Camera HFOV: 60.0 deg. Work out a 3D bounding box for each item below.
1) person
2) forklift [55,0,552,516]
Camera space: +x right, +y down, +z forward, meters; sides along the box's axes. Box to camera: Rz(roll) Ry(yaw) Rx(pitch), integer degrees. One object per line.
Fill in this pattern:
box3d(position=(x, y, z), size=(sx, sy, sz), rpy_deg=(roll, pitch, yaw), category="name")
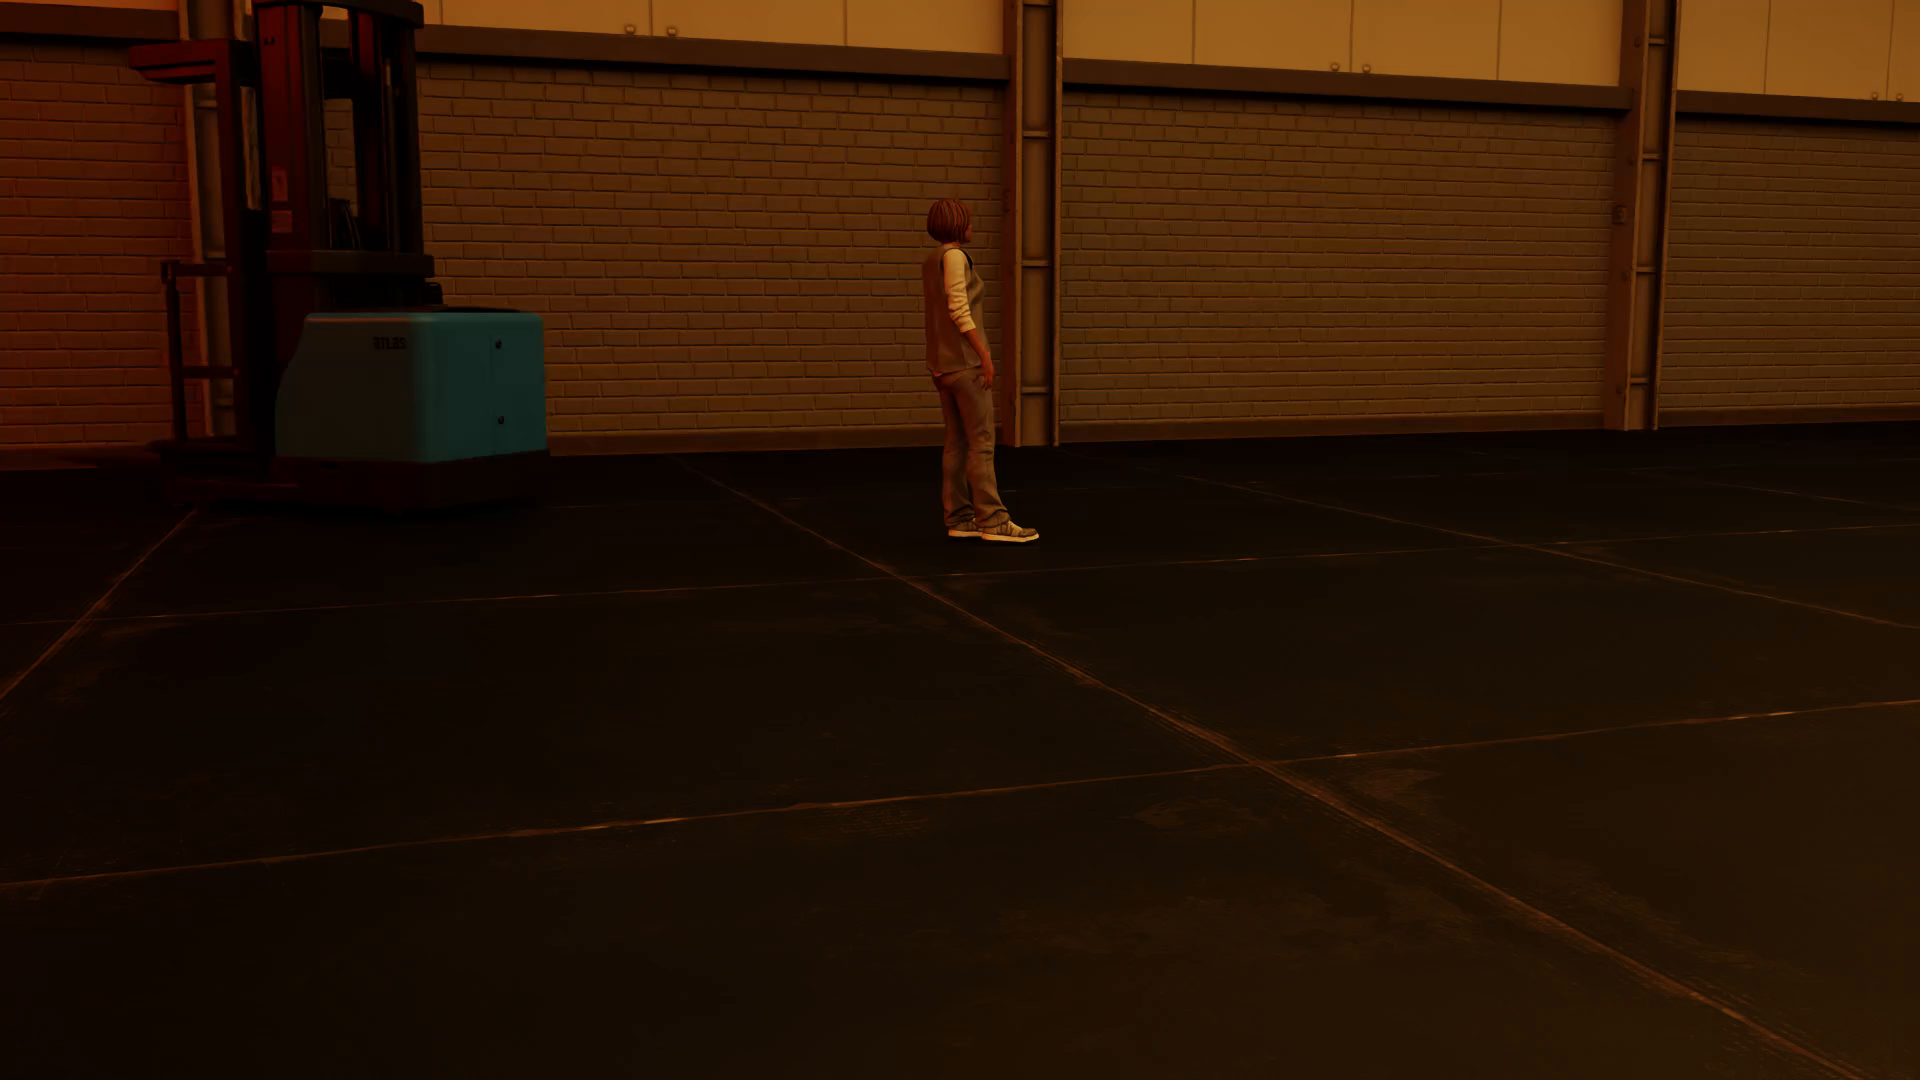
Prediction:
box3d(position=(0.074, -0.800, 7.825), size=(0.475, 1.596, 0.521), rpy_deg=(-3, 8, -18), category="person")
box3d(position=(-3.874, -1.682, 9.416), size=(3.031, 2.935, 1.130), rpy_deg=(3, 8, 24), category="forklift")
